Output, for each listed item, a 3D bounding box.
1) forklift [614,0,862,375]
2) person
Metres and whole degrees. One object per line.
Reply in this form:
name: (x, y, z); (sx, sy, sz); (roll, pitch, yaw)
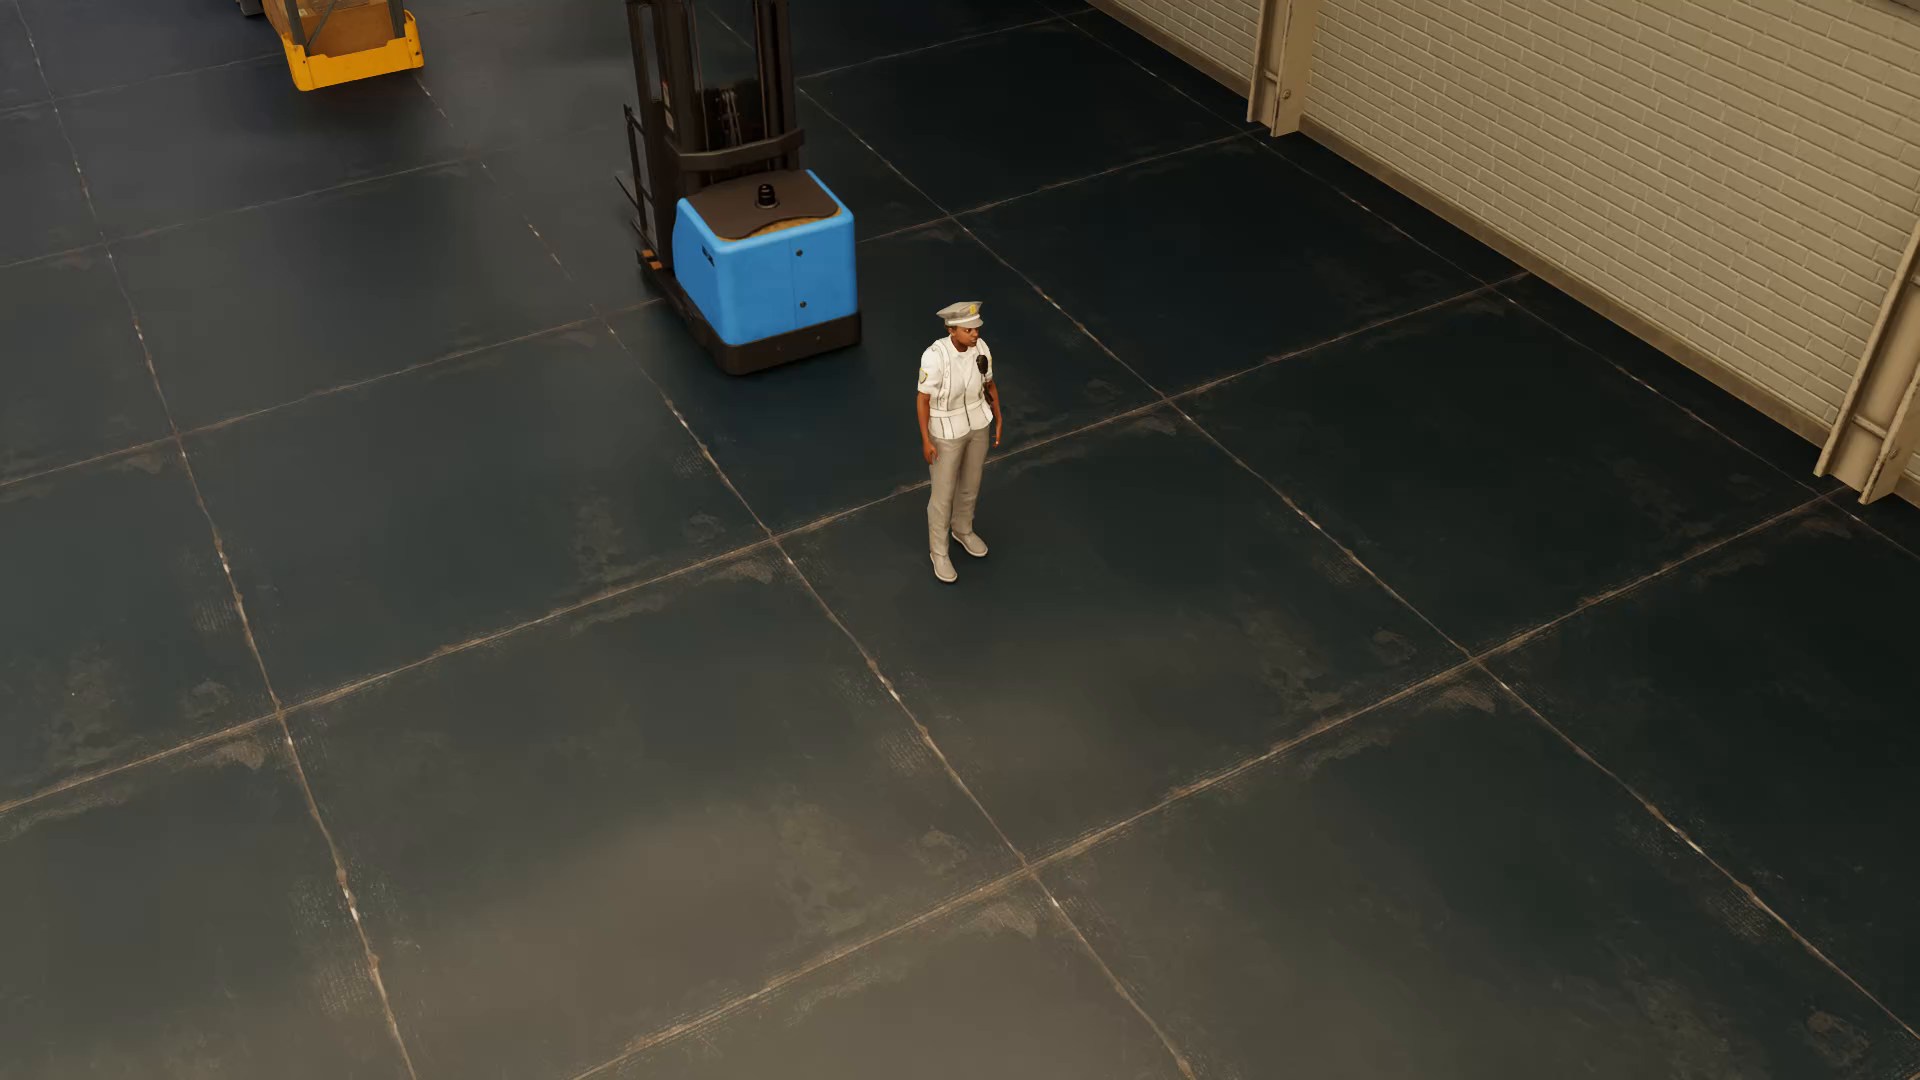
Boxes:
forklift: (-1.834, -3.212, 11.908); (1.130, 2.935, 3.031); (-18, 43, -21)
person: (0.020, -0.610, 9.729); (0.569, 1.695, 0.530); (-20, 44, -23)
